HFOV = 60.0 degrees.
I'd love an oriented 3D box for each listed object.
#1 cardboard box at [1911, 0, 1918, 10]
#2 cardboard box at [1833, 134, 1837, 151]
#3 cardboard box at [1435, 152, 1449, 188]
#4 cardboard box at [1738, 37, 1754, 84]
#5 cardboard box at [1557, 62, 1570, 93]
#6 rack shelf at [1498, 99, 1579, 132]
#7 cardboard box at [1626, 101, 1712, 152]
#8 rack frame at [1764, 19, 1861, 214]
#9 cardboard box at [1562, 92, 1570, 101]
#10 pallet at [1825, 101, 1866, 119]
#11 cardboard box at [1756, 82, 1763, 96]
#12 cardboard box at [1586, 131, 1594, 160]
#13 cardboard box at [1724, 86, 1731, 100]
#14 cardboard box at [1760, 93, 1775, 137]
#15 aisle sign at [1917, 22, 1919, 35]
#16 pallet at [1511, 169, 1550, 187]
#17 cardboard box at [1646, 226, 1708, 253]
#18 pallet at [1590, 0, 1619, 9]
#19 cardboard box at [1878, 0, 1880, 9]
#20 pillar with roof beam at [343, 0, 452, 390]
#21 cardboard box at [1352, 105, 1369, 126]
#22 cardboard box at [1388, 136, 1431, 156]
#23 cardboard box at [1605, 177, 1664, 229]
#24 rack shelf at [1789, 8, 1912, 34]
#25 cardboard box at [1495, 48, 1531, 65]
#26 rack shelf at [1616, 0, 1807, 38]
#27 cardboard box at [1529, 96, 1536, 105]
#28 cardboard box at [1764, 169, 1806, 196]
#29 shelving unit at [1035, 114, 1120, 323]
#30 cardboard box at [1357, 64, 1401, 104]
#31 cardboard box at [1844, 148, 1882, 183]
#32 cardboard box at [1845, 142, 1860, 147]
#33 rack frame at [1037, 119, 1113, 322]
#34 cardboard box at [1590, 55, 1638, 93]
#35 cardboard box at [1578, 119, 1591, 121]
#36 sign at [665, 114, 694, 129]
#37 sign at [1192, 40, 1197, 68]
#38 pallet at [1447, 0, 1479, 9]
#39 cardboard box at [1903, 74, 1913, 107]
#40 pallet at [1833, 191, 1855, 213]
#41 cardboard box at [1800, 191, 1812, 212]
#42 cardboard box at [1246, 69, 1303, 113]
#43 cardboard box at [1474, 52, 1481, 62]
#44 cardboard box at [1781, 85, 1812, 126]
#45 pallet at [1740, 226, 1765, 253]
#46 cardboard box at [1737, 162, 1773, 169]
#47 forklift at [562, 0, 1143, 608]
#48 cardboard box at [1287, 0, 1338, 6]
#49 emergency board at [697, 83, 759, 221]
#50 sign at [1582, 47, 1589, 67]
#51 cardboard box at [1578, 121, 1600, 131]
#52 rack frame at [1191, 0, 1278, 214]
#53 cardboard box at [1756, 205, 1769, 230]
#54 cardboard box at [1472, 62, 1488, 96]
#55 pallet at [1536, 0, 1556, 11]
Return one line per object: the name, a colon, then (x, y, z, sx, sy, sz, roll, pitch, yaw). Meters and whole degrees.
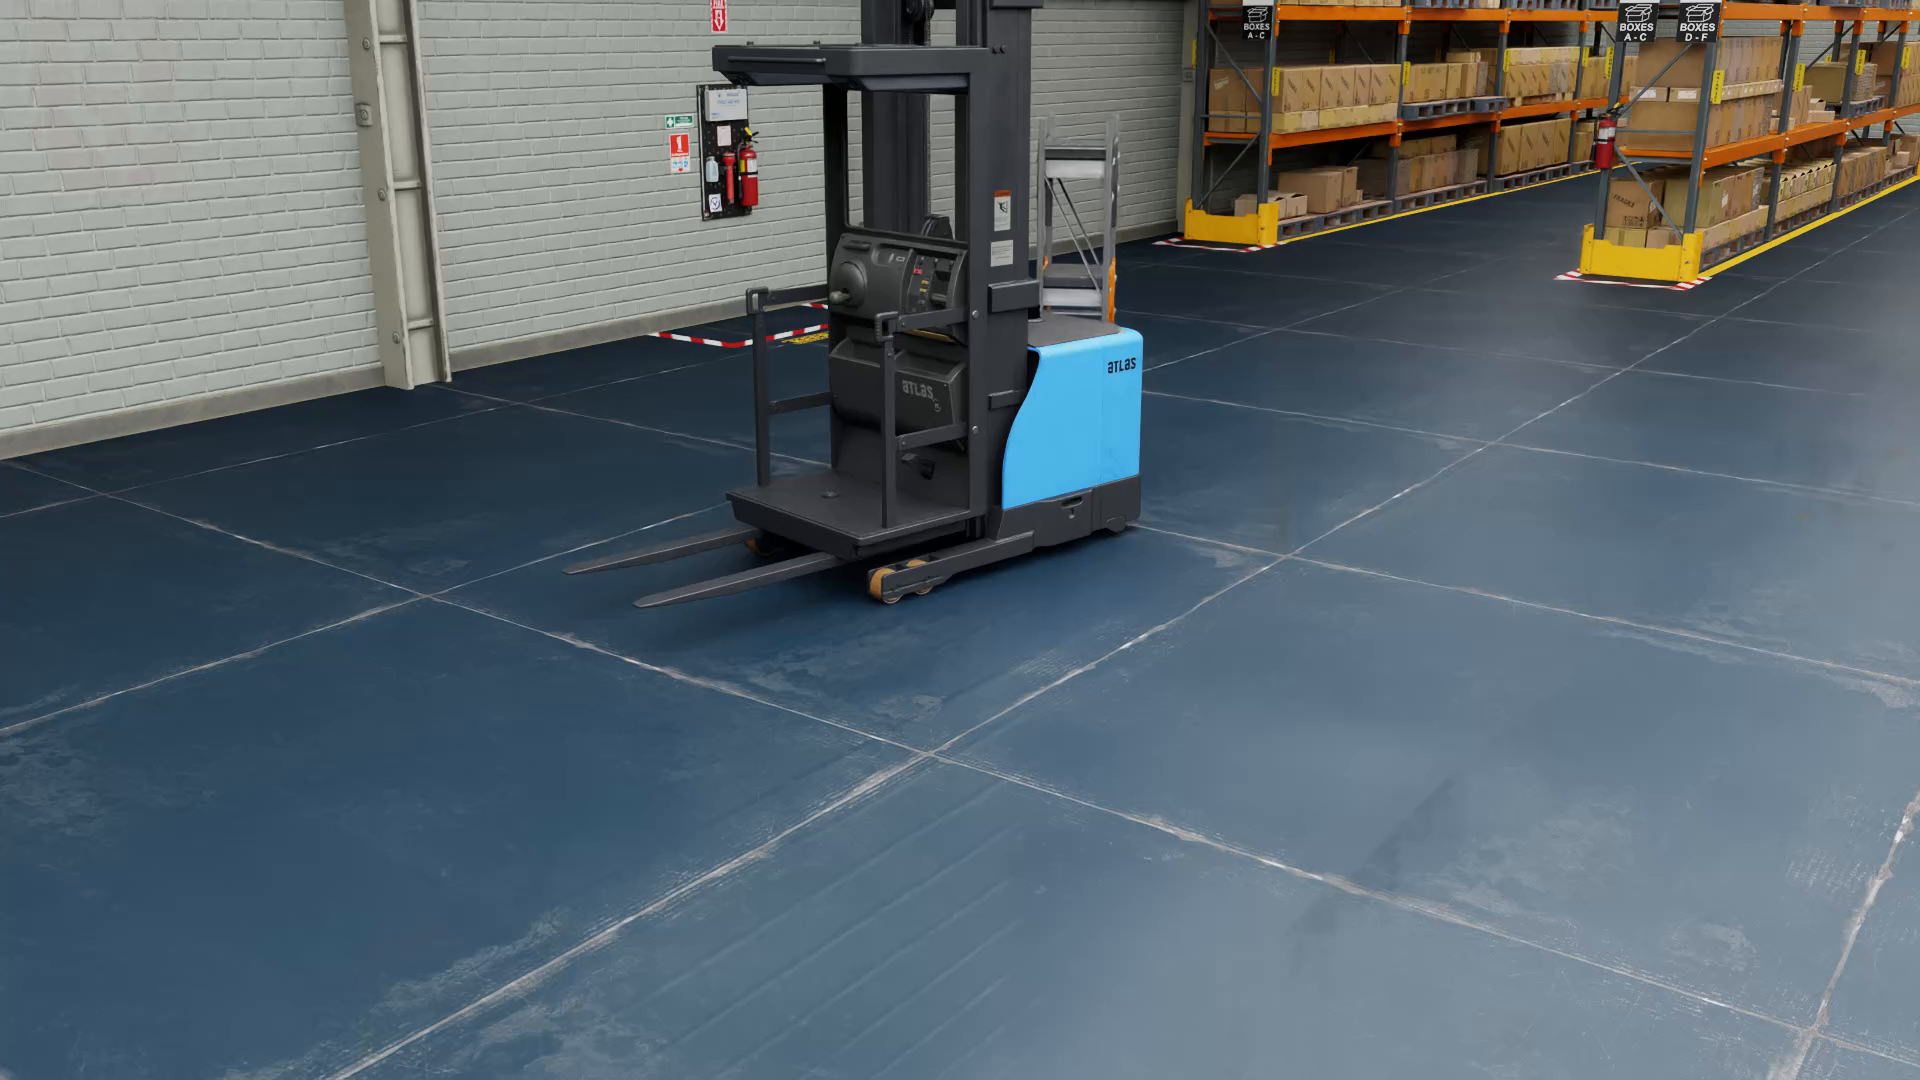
cardboard box: (14.948, -8.576, 26.497, 0.500, 0.250, 0.500, 12, 21, 35)
cardboard box: (13.380, -6.207, 25.882, 0.500, 0.250, 0.500, 12, 21, 35)
cardboard box: (7.035, -5.675, 25.433, 0.700, 0.500, 0.500, 12, 21, 34)
cardboard box: (8.537, -5.439, 18.845, 0.700, 0.500, 0.500, 12, 21, 35)
cardboard box: (10.110, -7.939, 28.547, 0.500, 0.500, 0.500, 13, 21, 35)
rack shelf: (9.287, -7.197, 28.076, 1.077, 0.370, 4.000, 12, 21, 35)
cardboard box: (7.598, -4.441, 17.819, 0.700, 0.500, 0.500, 12, 21, 35)
rack frame: (12.076, -6.190, 23.619, 1.000, 3.000, 0.127, 12, 21, 35)
cardboard box: (10.374, -7.712, 28.910, 0.380, 0.149, 0.250, 13, 21, 36)
pallet: (12.424, -6.272, 24.208, 1.213, 0.211, 1.003, 12, 21, 35)
cardboard box: (9.095, -5.250, 19.330, 0.380, 0.149, 0.250, 12, 21, 34)
cardboard box: (11.309, -7.303, 30.710, 0.700, 0.500, 0.500, 12, 21, 34)
cardboard box: (8.173, -4.880, 18.138, 0.380, 0.149, 0.250, 12, 21, 34)
cardboard box: (9.434, -5.178, 20.193, 0.700, 0.500, 0.500, 12, 21, 33)
aisle sign: (17.130, -9.299, 29.248, 0.394, 0.787, 0.004, 12, 21, 35)
pallet: (9.353, -6.197, 28.342, 1.003, 0.211, 1.213, 12, 21, 35)
cardboard box: (7.808, -3.261, 18.114, 0.500, 0.250, 0.500, 12, 21, 35)
pallet: (11.702, -9.890, 30.625, 1.003, 0.211, 1.213, 12, 21, 35)
cardboard box: (12.923, -8.026, 24.303, 0.910, 0.500, 0.500, 12, 21, 35)
pillar with roof beam: (-0.641, -4.725, 8.785, 9.100, 9.000, 0.400, 12, 21, 35)
cardboard box: (5.083, -5.644, 22.079, 0.500, 0.250, 0.500, 12, 21, 34)
cardboard box: (6.704, -5.895, 24.876, 0.500, 0.250, 0.500, 12, 21, 33)
cardboard box: (7.390, -3.711, 18.298, 0.500, 0.500, 0.500, 12, 21, 35)
rack shelf: (13.268, -7.755, 24.815, 1.077, 0.370, 4.000, 12, 21, 35)
cardboard box: (8.893, -7.813, 26.876, 0.500, 0.250, 0.500, 12, 21, 34)
rack shelf: (8.501, -5.850, 18.679, 1.077, 0.370, 4.000, 12, 21, 35)
cardboard box: (9.383, -7.359, 27.773, 0.380, 0.149, 0.250, 13, 21, 35)
cardboard box: (10.749, -4.689, 21.767, 0.500, 0.311, 0.500, 12, 21, 33)
shelving unit: (0.661, -1.335, 9.500, 0.431, 2.100, 0.503, 3, 17, 8)
cardboard box: (5.679, -6.241, 22.737, 0.500, 0.500, 0.500, 12, 21, 35)
cardboard box: (14.094, -5.875, 26.077, 0.500, 0.500, 0.500, 13, 21, 35)
cardboard box: (14.571, -6.345, 27.591, 0.500, 0.500, 0.500, 12, 21, 35)
rack frame: (0.624, -1.263, 9.270, 0.400, 2.100, 0.015, 3, 17, 8)
cardboard box: (12.566, -8.990, 32.130, 0.980, 0.700, 0.700, 14, 22, 37)
cardboard box: (11.685, -7.865, 31.426, 0.380, 0.149, 0.250, 13, 21, 35)
sign: (-2.429, -3.624, 14.402, 0.001, 0.109, 0.331, 12, 21, 35)
sign: (2.895, -5.966, 20.412, 0.100, 0.325, 0.005, 12, 21, 35)
pallet: (6.781, -7.830, 24.160, 1.213, 0.211, 1.003, 12, 21, 35)
cardboard box: (15.285, -7.386, 27.303, 0.500, 0.500, 0.500, 13, 21, 36)
pallet: (12.551, -5.030, 24.584, 1.003, 0.211, 1.213, 12, 21, 35)
cardboard box: (11.048, -4.543, 22.245, 0.500, 0.250, 0.500, 13, 21, 36)
cardboard box: (3.855, -5.516, 20.403, 0.500, 0.500, 0.500, 12, 21, 35)
cardboard box: (7.914, -7.545, 25.977, 0.380, 0.149, 0.250, 9, 20, 28)
cardboard box: (11.090, -5.835, 22.308, 0.500, 0.500, 0.500, 11, 20, 32)
pallet: (9.185, -3.724, 20.379, 1.003, 0.211, 1.213, 12, 21, 35)
cardboard box: (10.916, -5.025, 22.849, 0.500, 0.311, 0.500, 12, 21, 33)
forklift: (-0.464, -1.275, 7.909, 3.031, 2.935, 1.130, -15, 23, -40)
cardboard box: (4.384, -6.930, 20.743, 0.500, 0.500, 0.500, 14, 22, 37)
emergency board: (-2.027, -3.468, 14.853, 0.194, 1.169, 0.643, 12, 21, 35)
sign: (10.921, -8.439, 29.042, 0.100, 0.325, 0.005, 12, 21, 35)
cardboard box: (11.668, -7.668, 30.790, 0.380, 0.149, 0.250, 12, 21, 33)
rack frame: (3.329, -5.159, 20.299, 1.000, 3.000, 0.127, 12, 21, 35)
cardboard box: (9.592, -3.976, 20.417, 0.500, 0.250, 0.500, 12, 21, 35)
cardboard box: (7.824, -7.209, 25.989, 0.700, 0.500, 0.500, 10, 20, 28)
pallet: (9.101, -8.837, 27.402, 1.003, 0.211, 1.213, 14, 22, 37)
